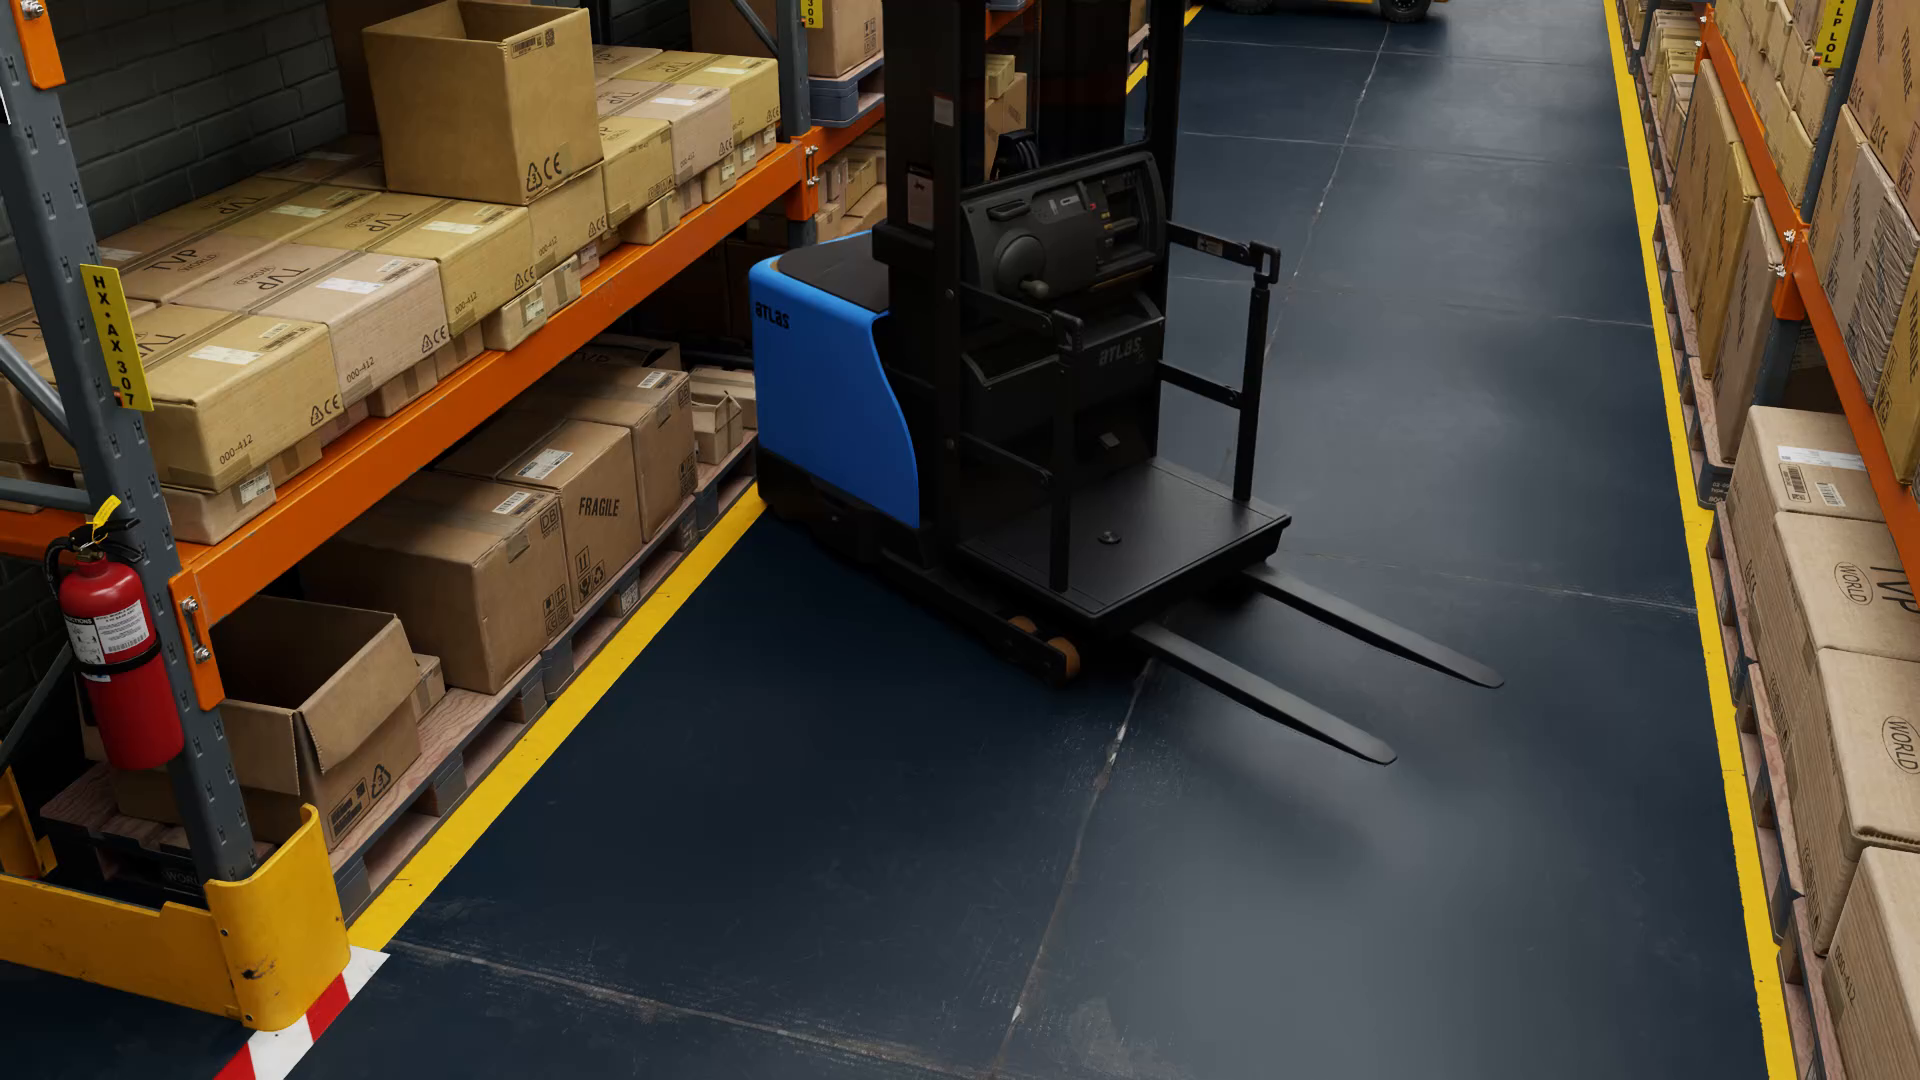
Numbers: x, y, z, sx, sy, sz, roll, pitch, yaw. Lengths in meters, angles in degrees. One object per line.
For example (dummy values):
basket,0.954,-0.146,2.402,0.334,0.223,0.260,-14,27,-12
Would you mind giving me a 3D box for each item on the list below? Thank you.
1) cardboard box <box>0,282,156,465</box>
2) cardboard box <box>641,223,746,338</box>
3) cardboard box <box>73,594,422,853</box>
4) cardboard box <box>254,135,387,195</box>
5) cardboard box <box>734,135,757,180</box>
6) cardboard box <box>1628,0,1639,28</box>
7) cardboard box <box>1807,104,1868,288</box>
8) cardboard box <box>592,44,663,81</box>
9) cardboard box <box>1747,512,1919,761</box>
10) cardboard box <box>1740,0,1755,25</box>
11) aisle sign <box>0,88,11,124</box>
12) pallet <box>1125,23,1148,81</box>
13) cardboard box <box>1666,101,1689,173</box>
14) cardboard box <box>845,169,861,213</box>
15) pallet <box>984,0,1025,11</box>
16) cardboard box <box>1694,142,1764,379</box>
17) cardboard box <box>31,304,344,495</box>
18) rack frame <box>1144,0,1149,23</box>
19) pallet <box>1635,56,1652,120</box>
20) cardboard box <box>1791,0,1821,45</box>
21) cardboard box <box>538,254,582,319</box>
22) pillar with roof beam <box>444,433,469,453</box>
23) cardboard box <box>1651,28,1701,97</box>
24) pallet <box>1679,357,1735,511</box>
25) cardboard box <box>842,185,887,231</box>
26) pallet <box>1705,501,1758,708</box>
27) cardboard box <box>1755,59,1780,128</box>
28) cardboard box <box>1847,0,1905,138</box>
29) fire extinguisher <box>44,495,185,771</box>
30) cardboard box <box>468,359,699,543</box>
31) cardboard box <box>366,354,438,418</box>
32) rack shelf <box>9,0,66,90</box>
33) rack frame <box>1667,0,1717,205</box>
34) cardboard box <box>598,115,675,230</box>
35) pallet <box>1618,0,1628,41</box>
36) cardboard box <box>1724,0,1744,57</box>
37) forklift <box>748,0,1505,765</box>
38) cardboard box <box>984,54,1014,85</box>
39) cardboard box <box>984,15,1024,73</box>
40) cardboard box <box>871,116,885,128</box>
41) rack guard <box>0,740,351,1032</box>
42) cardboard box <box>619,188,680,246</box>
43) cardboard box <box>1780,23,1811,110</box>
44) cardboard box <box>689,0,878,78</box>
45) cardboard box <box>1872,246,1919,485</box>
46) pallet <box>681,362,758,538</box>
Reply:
cardboard box,-2.436,-0.443,4.310,0.500,0.250,0.500,9,30,16
cardboard box,-1.282,-1.348,8.226,0.500,0.500,0.500,8,30,15
cardboard box,-2.047,0.509,4.885,0.797,0.503,0.637,7,30,13
cardboard box,-1.980,-1.155,5.589,0.500,0.250,0.500,8,30,15
cardboard box,-1.051,-1.568,6.741,0.380,0.149,0.250,9,30,16
cardboard box,6.015,-4.541,14.224,0.500,0.250,0.500,8,30,14
cardboard box,3.215,-1.143,5.615,0.500,0.500,0.500,9,30,17
cardboard box,-1.547,-1.859,6.854,0.500,0.250,0.500,8,30,14
cardboard box,3.054,0.349,5.240,0.875,0.438,0.875,8,30,13
cardboard box,4.081,-2.621,8.016,0.500,0.250,0.500,8,30,15
aisle sign,-2.057,-1.190,3.129,0.394,0.787,0.004,8,30,15
pallet,1.026,-4.137,13.970,1.003,0.211,1.213,8,30,15
cardboard box,4.953,-2.435,10.312,0.950,0.372,0.625,6,30,11
cardboard box,-0.712,-1.750,8.283,0.380,0.149,0.250,7,30,12
pallet,-0.101,-3.436,10.039,1.213,0.211,1.003,8,30,15
cardboard box,3.966,-1.255,7.674,0.875,0.875,0.875,9,30,16
cardboard box,-1.926,-0.364,4.167,0.500,0.250,0.500,9,30,15
rack frame,1.205,-5.704,13.918,1.000,3.000,0.127,8,30,15
pallet,5.724,-3.417,12.675,1.003,0.211,1.213,8,30,15
cardboard box,3.639,-2.245,6.569,0.500,0.500,0.500,9,30,16
cardboard box,-1.475,-0.848,5.447,0.380,0.149,0.250,9,30,16
pillar with roof beam,1.906,-3.798,4.322,9.100,9.000,0.400,8,30,15
cardboard box,5.592,-3.454,12.144,0.950,0.372,0.625,10,31,18
pallet,3.757,-0.430,7.306,1.003,0.211,1.213,8,30,15
cardboard box,-0.639,-1.519,8.534,0.500,0.500,0.500,8,30,14
pallet,3.305,0.281,6.027,1.003,0.211,1.213,8,30,15
cardboard box,3.811,-1.927,7.282,0.500,0.250,0.500,8,30,14
cardboard box,3.232,-1.573,5.361,0.500,0.500,0.500,9,30,15
fire extinguisher,-1.919,0.204,3.761,0.296,0.674,0.183,8,30,15
cardboard box,-1.454,-0.363,6.457,0.700,0.500,0.500,7,30,13
cardboard box,-1.751,-0.492,4.807,0.380,0.149,0.250,9,30,16
rack shelf,-1.730,-2.053,5.010,1.077,0.370,4.000,8,30,15
rack frame,4.777,-3.138,9.306,1.000,3.000,0.127,8,30,15
cardboard box,-1.351,-1.314,5.875,0.500,0.250,0.500,8,30,15
pallet,6.471,-4.665,14.918,1.003,0.211,1.213,8,30,15
cardboard box,4.259,-2.640,8.565,0.500,0.250,0.500,8,30,13
forklift,0.521,-1.054,5.629,1.130,2.935,3.031,-24,37,-36
cardboard box,0.128,-2.954,10.447,0.380,0.149,0.250,7,30,12
cardboard box,0.227,-3.279,11.569,0.875,0.625,0.625,9,30,16
cardboard box,-0.409,-2.235,9.154,0.380,0.149,0.250,9,30,15
rack guard,-2.295,0.930,4.564,1.175,0.500,0.348,8,30,15
cardboard box,-1.255,-1.203,6.085,0.380,0.149,0.250,8,30,14
cardboard box,3.640,-1.905,6.730,0.500,0.250,0.500,9,30,16
cardboard box,-0.787,-2.406,7.455,0.700,0.500,0.500,9,30,16
cardboard box,2.760,-0.440,4.352,0.500,0.500,0.500,9,30,16
pallet,-1.346,-0.448,7.339,1.003,0.211,1.213,8,30,15
